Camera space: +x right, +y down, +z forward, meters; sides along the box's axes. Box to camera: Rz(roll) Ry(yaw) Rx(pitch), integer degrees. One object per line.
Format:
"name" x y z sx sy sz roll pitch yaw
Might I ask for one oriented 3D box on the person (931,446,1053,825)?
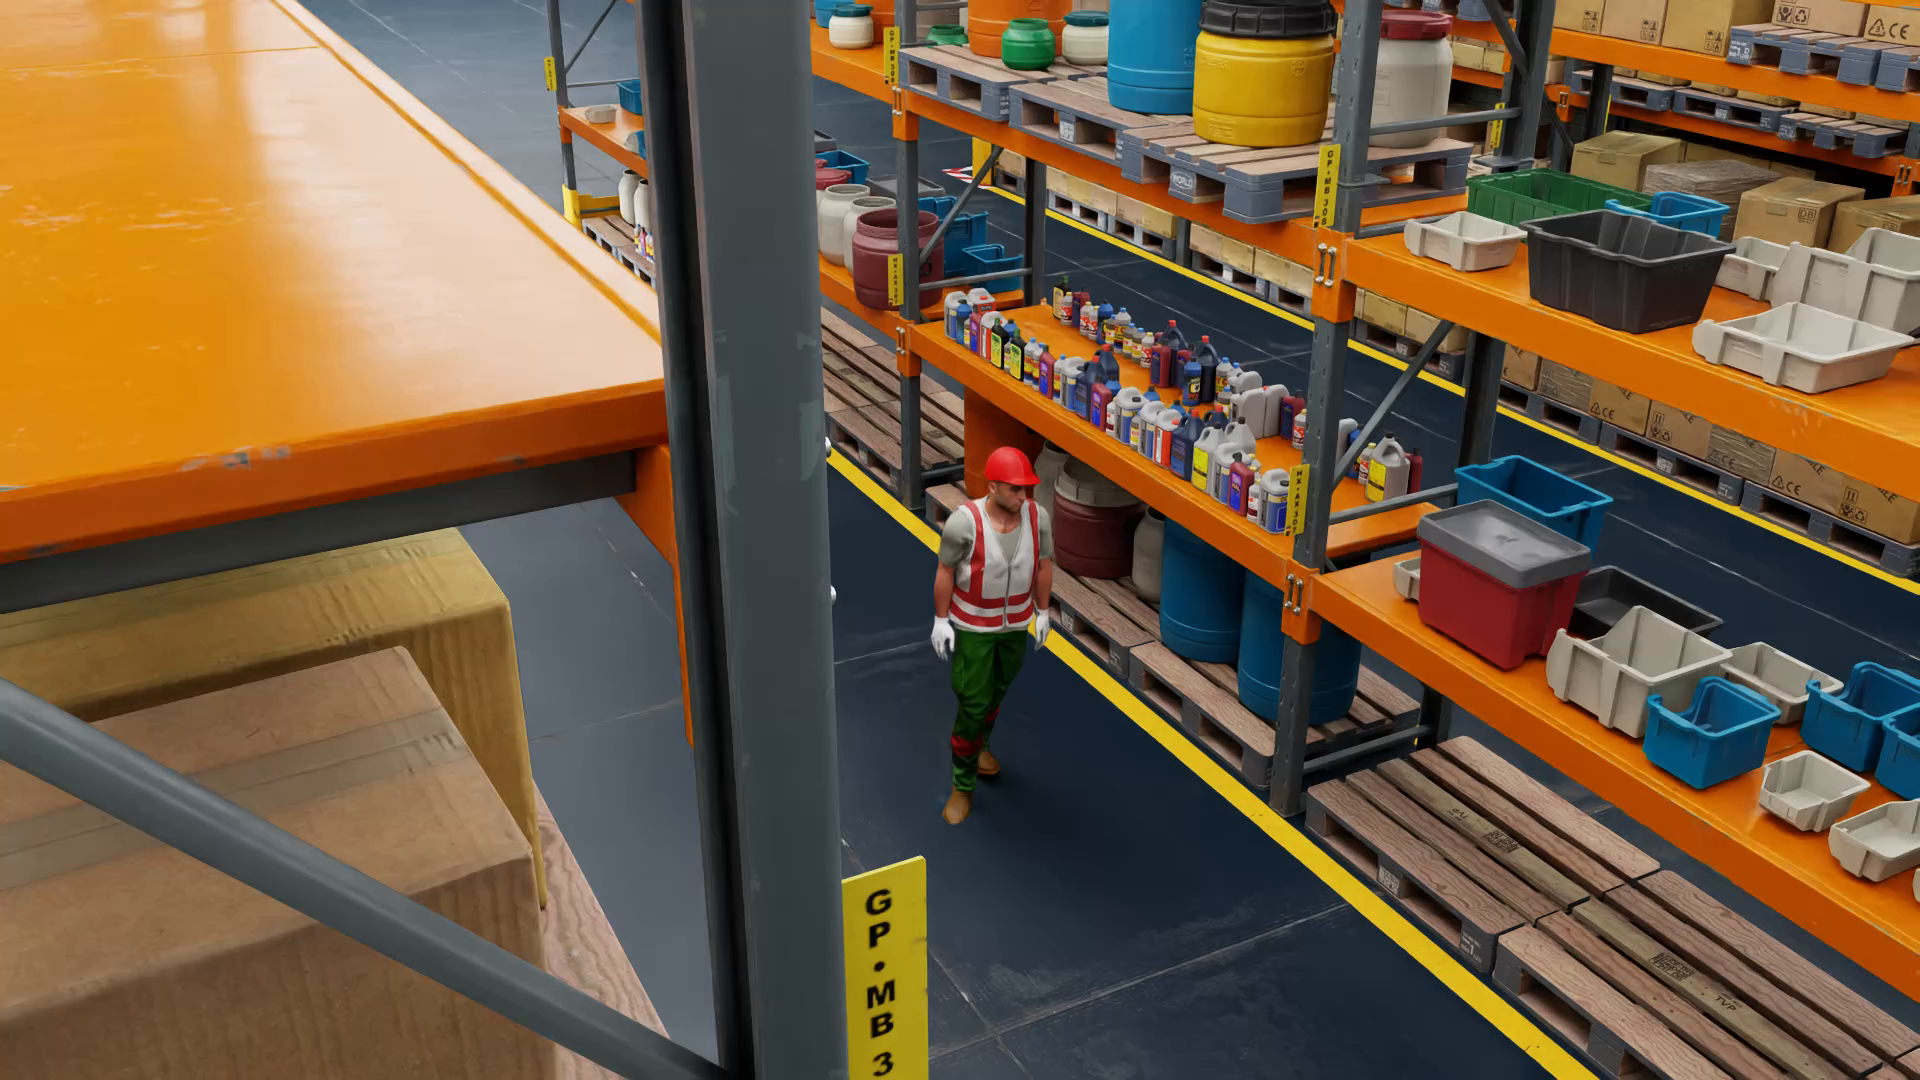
"person" 0.123 0.396 7.776 0.618 1.836 0.537 -11 27 -22
